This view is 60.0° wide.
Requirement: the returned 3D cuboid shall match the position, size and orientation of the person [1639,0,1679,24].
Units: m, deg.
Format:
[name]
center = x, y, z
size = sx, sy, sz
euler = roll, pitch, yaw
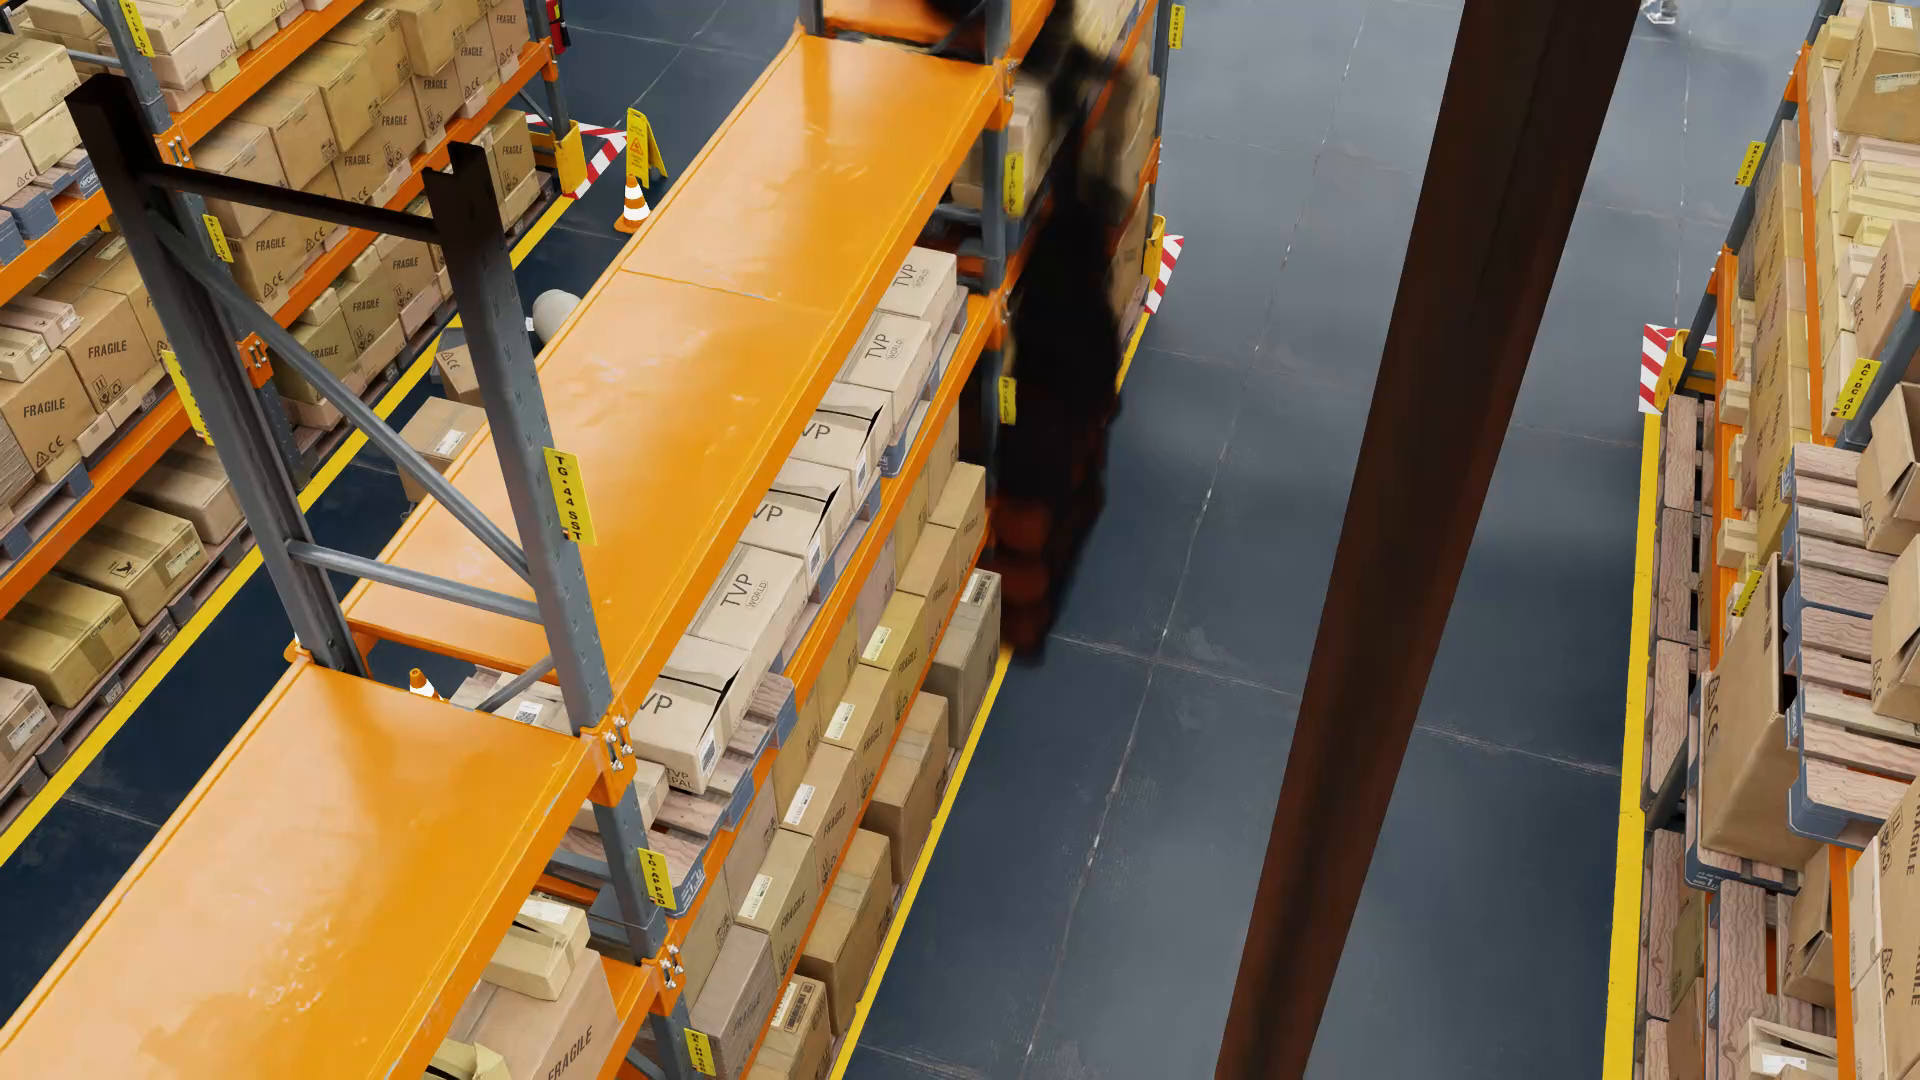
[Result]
[person]
center = 6.574, -5.588, 15.477
size = 0.682, 1.617, 0.503
euler = 31, 53, 27
